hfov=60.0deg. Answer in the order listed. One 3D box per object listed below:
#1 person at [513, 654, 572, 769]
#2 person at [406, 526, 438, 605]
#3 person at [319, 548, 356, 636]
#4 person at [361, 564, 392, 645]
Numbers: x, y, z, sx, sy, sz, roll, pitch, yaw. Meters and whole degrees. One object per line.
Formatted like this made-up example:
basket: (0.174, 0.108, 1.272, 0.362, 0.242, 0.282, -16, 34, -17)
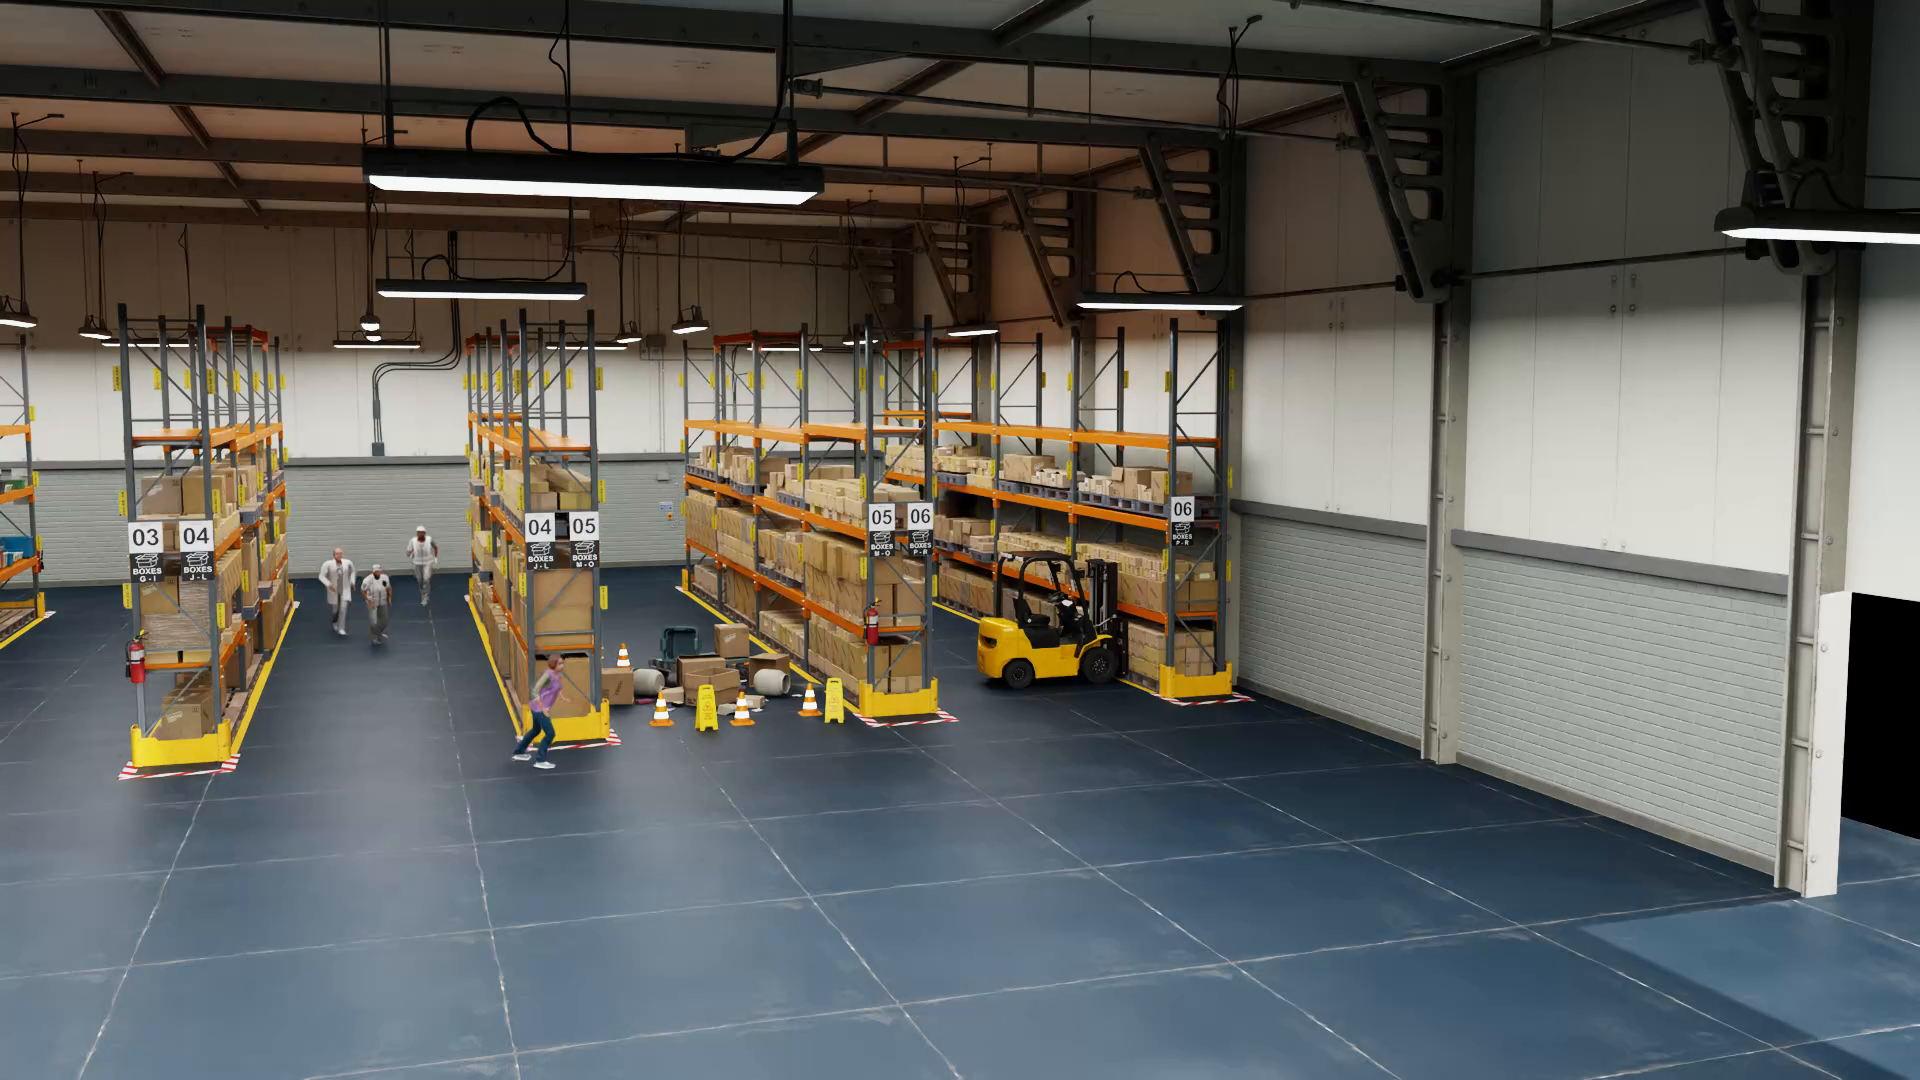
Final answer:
person: (-5.448, 2.213, 21.614, 0.804, 1.519, 0.578, 0, 5, 1)
person: (-12.166, 0.564, 37.640, 0.656, 1.790, 0.991, -1, 6, -10)
person: (-12.389, 1.008, 33.101, 0.709, 1.731, 0.847, -3, 6, -26)
person: (-11.159, 1.212, 31.805, 0.610, 1.566, 0.843, -4, 7, -39)
